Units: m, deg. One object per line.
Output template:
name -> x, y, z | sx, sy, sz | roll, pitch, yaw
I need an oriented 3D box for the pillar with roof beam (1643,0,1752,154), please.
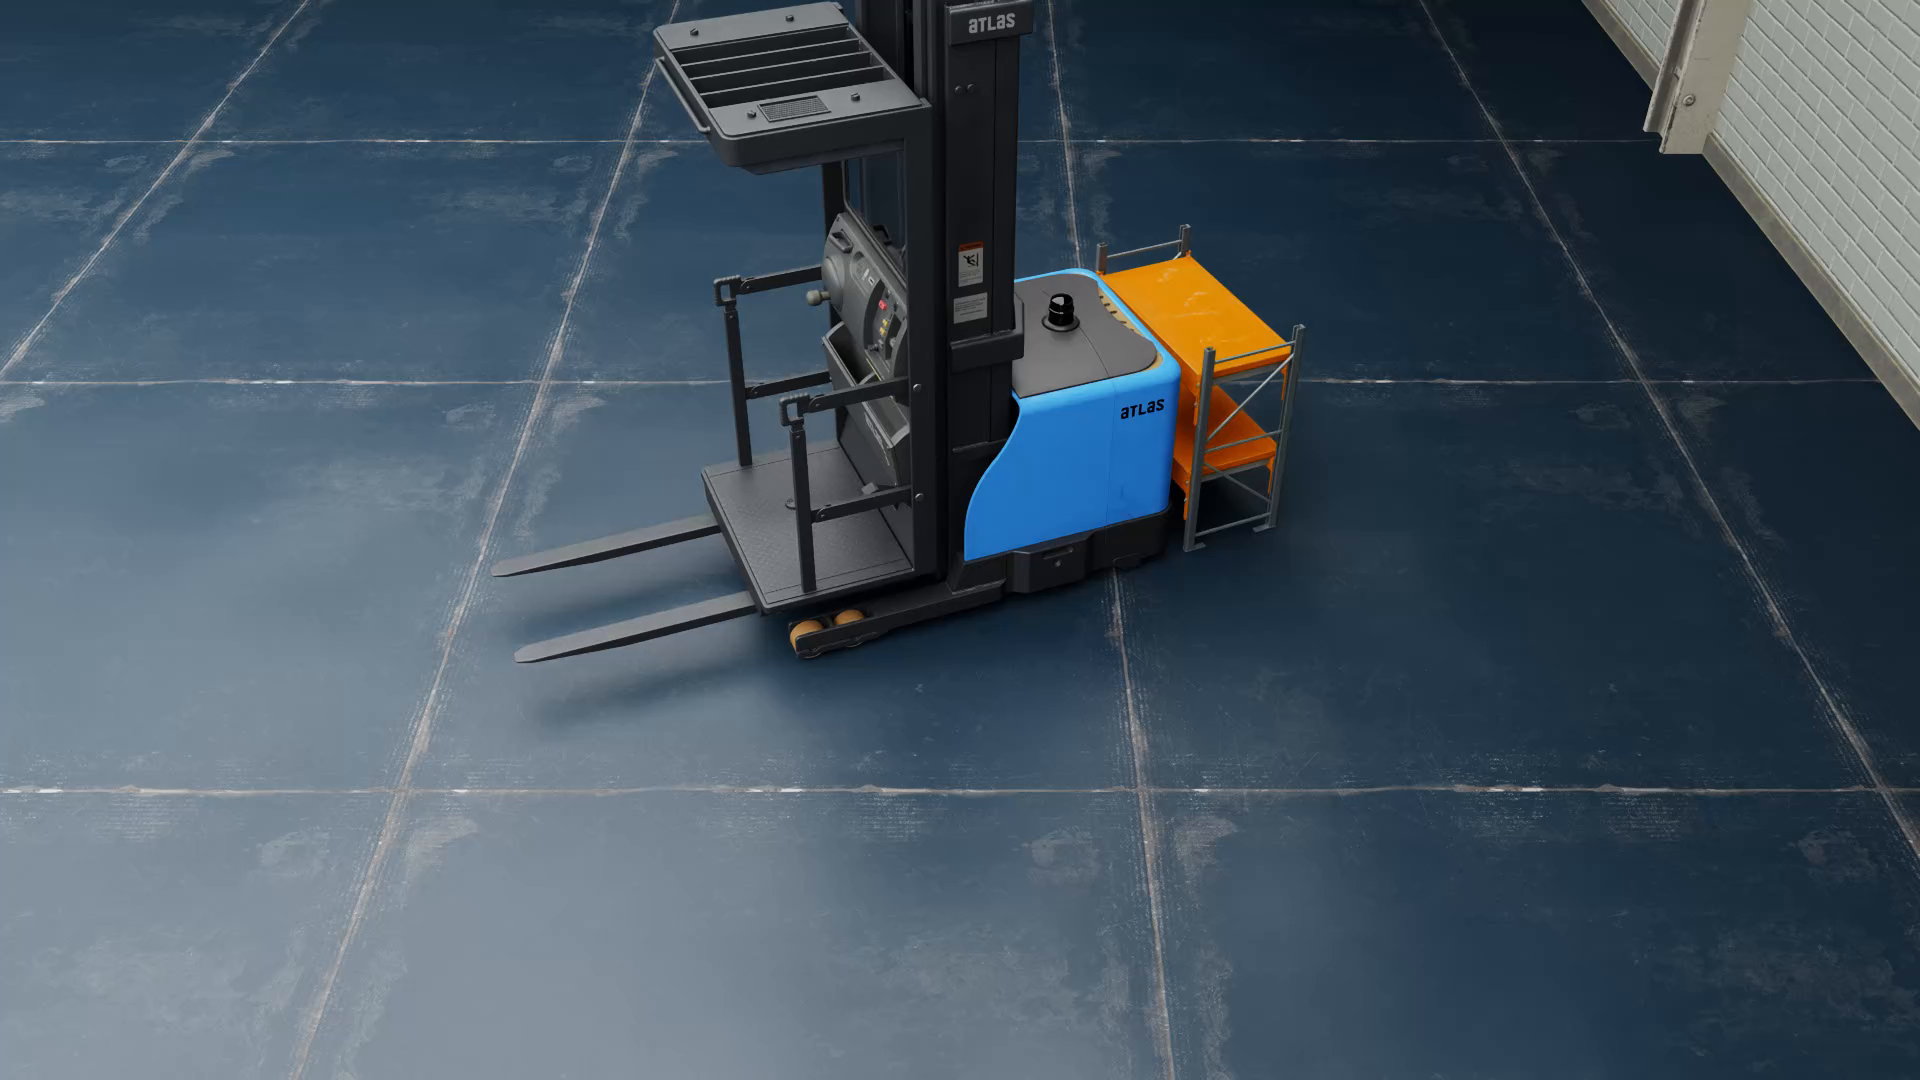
pillar with roof beam -> 0.600, -6.250, 8.599 | 9.100, 9.000, 0.400 | 0, 39, 0

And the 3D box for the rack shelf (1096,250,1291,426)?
rack shelf -> 1.094, -0.969, 7.837 | 0.538, 0.278, 1.000 | -15, 41, -18

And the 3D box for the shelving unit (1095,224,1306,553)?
shelving unit -> 1.094, -0.741, 8.021 | 0.538, 1.125, 1.048 | -15, 41, -18

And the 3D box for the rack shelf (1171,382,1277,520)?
rack shelf -> 1.094, -0.550, 8.173 | 0.538, 0.278, 1.000 | -15, 41, -18

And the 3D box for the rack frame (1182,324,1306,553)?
rack frame -> 1.298, -0.450, 7.657 | 0.500, 1.125, 0.032 | -15, 41, -18

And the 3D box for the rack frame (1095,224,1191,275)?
rack frame -> 0.891, -1.032, 8.384 | 0.500, 1.125, 0.032 | -15, 41, -18

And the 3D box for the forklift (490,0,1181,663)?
forklift -> -0.586, -0.998, 6.898 | 3.031, 2.935, 1.130 | -14, 41, -17
